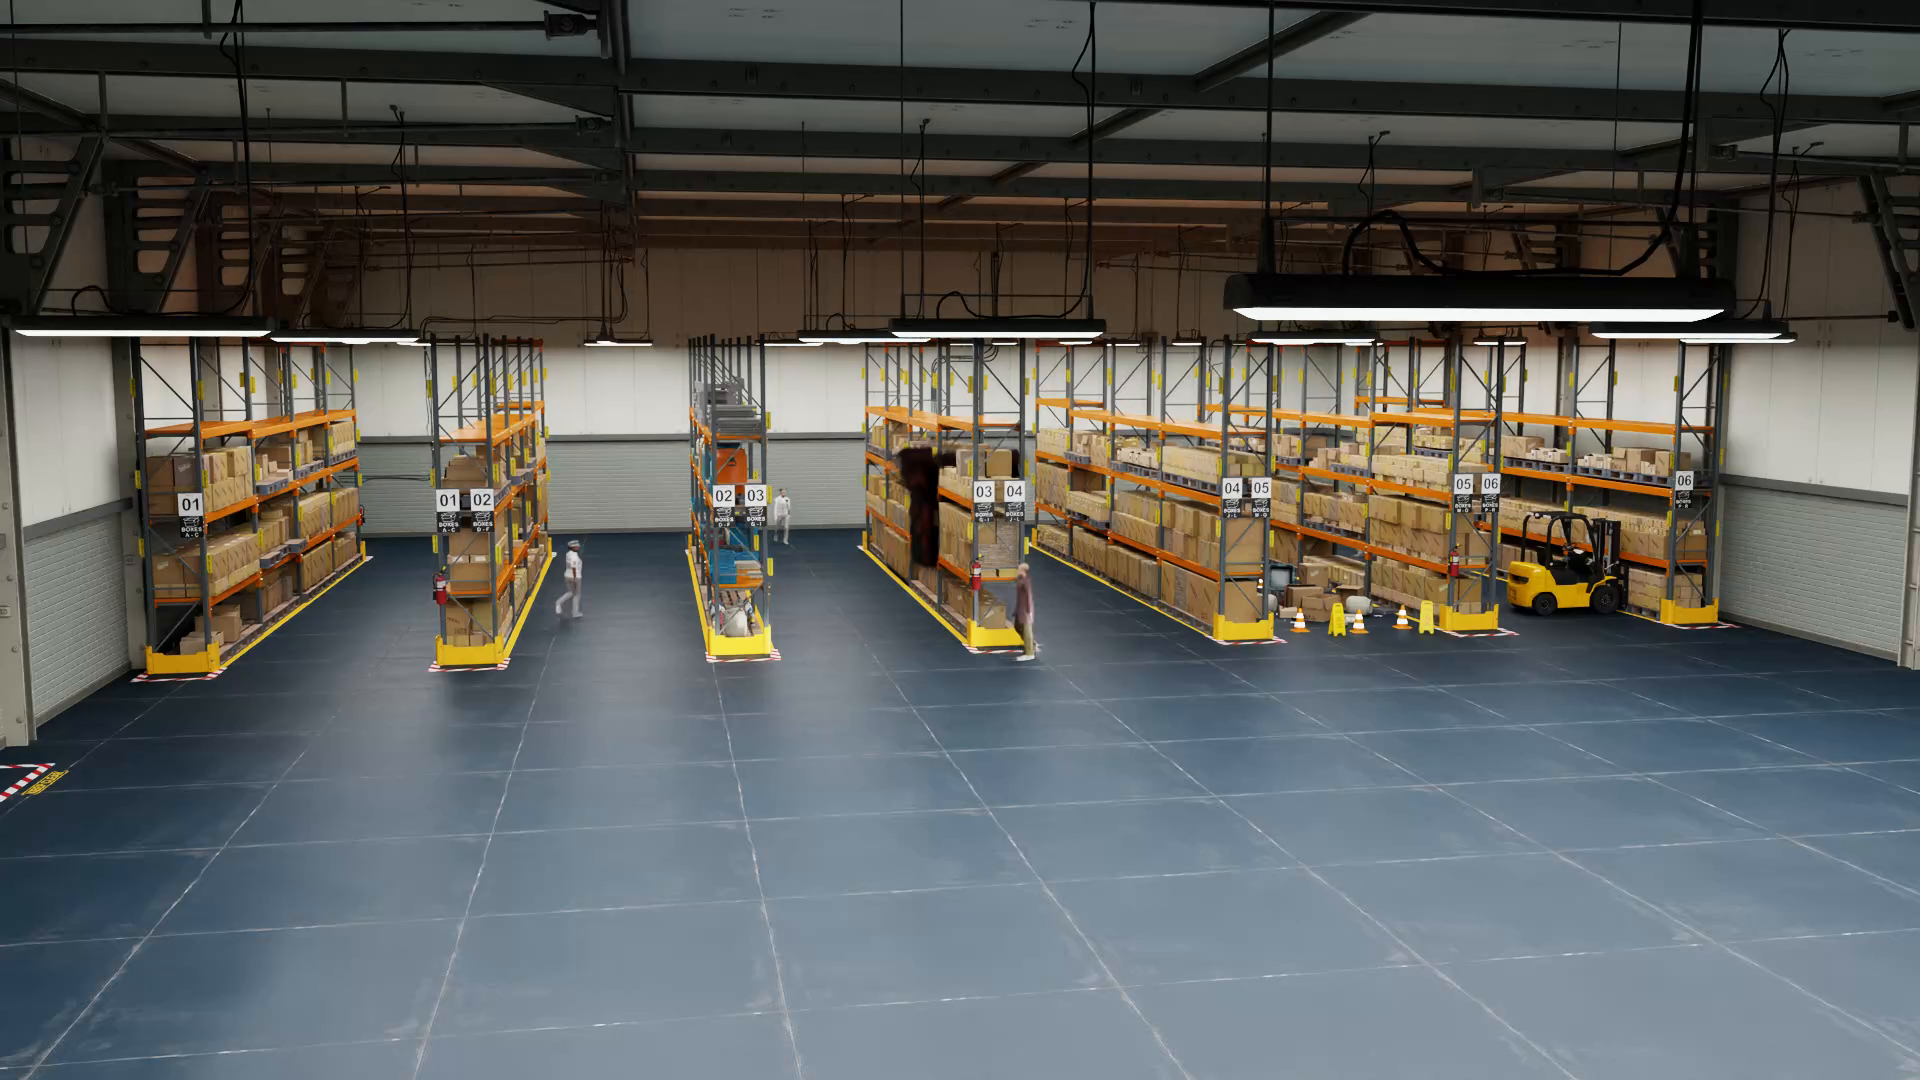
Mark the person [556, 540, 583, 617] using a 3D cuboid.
[{"bbox_3d":[-8.286,0.828,35.442,0.451,1.668,0.633,5,8,37],"label":"person"}]

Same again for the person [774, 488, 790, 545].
[{"bbox_3d":[-5.234,-0.715,48.980,0.498,1.644,0.779,-2,7,-17],"label":"person"}]

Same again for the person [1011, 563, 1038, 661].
[{"bbox_3d":[1.227,1.305,30.760,0.566,1.785,0.633,-2,7,-18],"label":"person"}]

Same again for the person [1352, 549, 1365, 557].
[{"bbox_3d":[11.130,-0.386,46.235,0.410,1.661,0.541,0,7,0],"label":"person"}]
